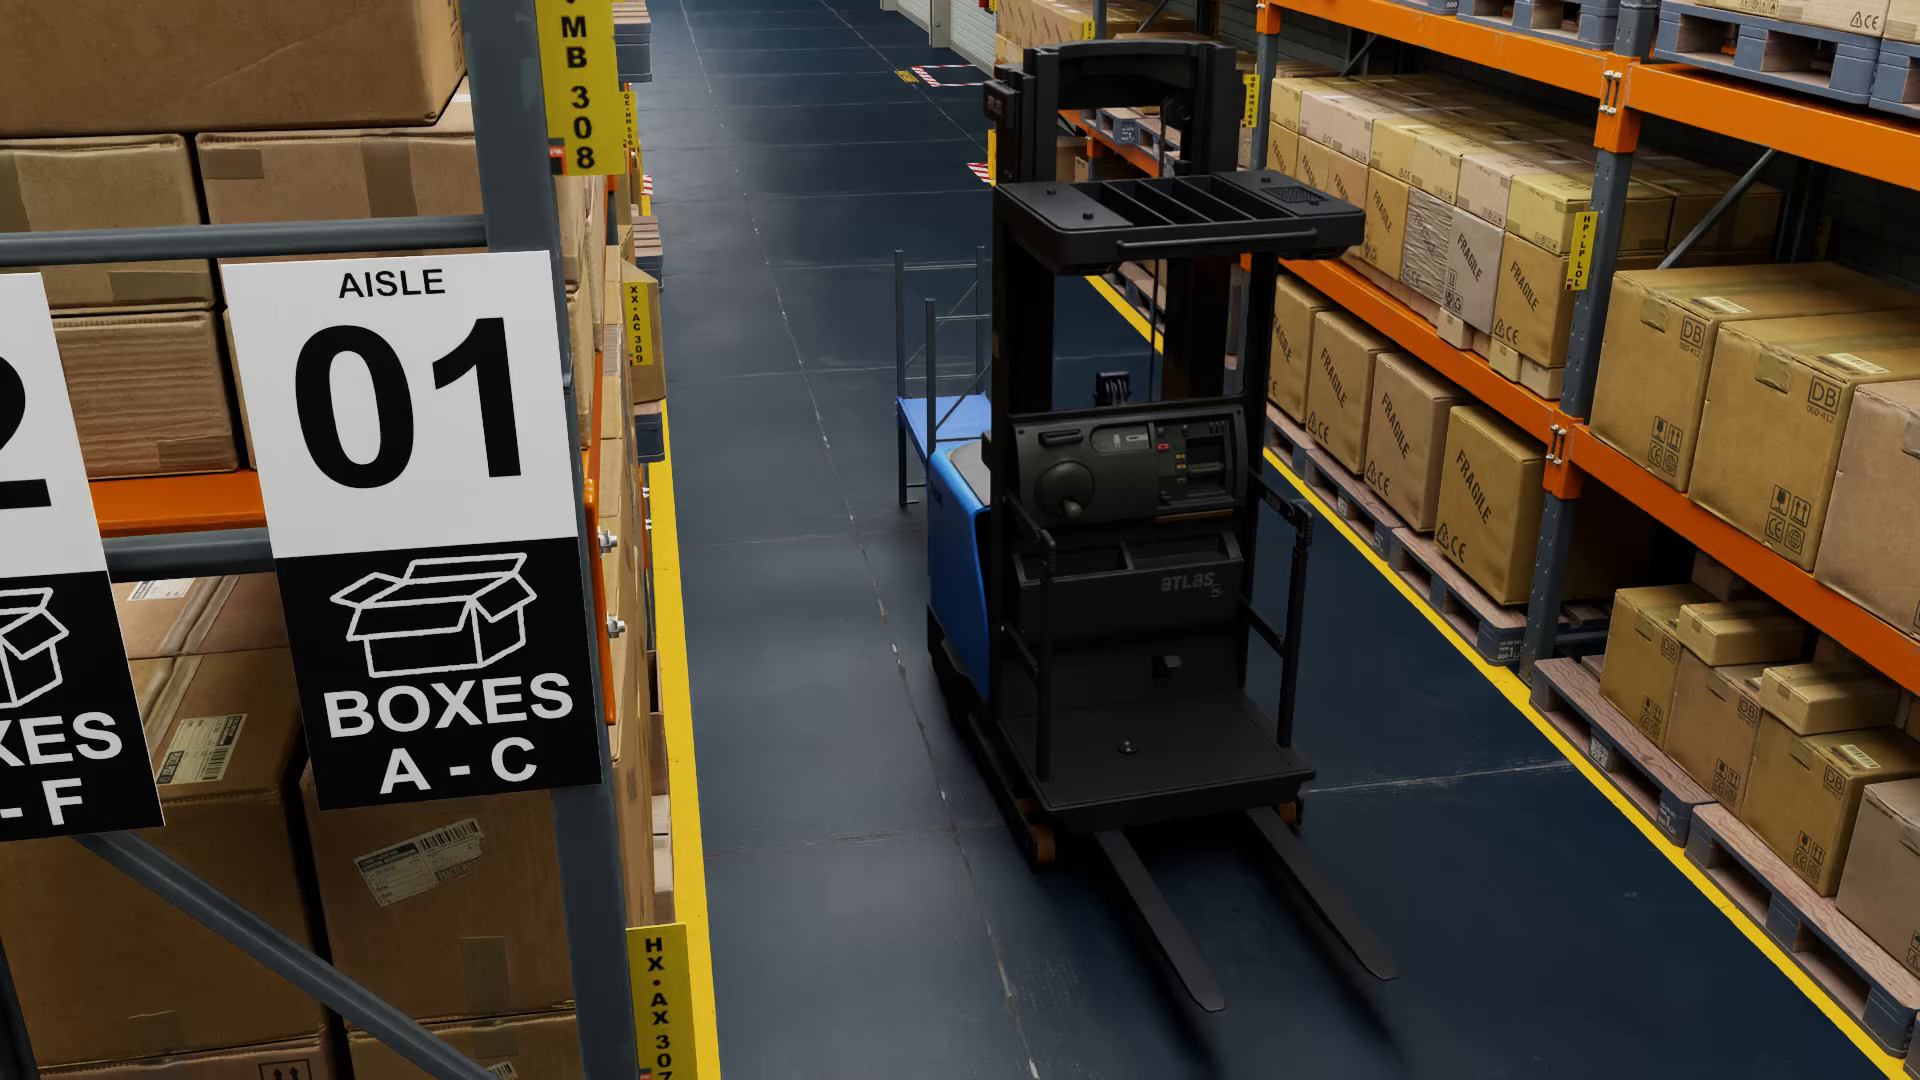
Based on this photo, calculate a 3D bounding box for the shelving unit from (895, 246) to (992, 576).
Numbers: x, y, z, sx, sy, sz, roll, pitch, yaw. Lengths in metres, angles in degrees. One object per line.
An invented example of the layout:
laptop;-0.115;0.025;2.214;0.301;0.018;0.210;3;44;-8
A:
shelving unit;-0.016;-0.721;9.027;0.538;1.500;1.048;-4;24;-10

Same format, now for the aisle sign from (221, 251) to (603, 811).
aisle sign;-0.715;0.009;2.234;0.394;0.787;0.004;-4;24;-10

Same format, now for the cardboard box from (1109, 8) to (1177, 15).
cardboard box;1.659;-4.581;15.218;0.500;0.500;0.500;-4;24;-10

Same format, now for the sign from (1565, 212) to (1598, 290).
sign;2.580;-1.197;6.895;0.100;0.325;0.005;-4;24;-10

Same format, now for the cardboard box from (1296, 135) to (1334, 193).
cardboard box;2.298;-2.095;9.777;0.500;0.500;0.500;-4;24;-8

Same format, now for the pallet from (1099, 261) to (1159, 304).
pallet;1.778;-2.309;14.274;1.003;0.211;1.213;-4;24;-10

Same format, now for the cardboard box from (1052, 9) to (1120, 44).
cardboard box;1.143;-4.536;15.114;0.500;0.500;0.500;-4;24;-10

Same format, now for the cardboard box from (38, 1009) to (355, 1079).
cardboard box;-1.366;0.993;3.104;0.500;0.500;0.500;-4;24;-8

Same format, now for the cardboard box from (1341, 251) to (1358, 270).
cardboard box;2.434;-1.666;9.605;0.380;0.149;0.250;-4;24;-9

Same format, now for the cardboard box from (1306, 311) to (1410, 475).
cardboard box;2.535;-0.883;9.686;0.750;0.750;0.750;-4;24;-10

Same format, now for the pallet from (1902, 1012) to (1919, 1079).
pallet;3.627;1.796;4.874;1.003;0.211;1.213;-4;24;-10

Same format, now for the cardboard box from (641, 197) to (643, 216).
cardboard box;-3.198;-3.057;15.411;0.500;0.250;0.500;-4;24;-10

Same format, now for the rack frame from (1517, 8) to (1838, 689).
rack frame;3.112;-0.747;7.212;1.000;3.000;0.127;-4;24;-10

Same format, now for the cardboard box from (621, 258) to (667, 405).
cardboard box;-1.624;-0.820;6.729;0.700;0.500;0.500;-13;27;-27

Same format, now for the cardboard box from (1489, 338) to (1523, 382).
cardboard box;2.701;-0.850;7.738;0.380;0.149;0.250;-4;24;-9

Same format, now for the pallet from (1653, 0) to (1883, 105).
pallet;3.253;-1.758;5.890;1.003;0.211;1.213;-4;24;-10

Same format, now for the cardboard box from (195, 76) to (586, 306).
cardboard box;-0.855;-0.561;2.603;0.500;0.250;0.500;-4;24;-10

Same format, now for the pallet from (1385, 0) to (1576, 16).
pallet;2.753;-2.919;8.674;1.003;0.211;1.213;-3;24;-7

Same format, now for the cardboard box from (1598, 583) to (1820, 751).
cardboard box;3.149;0.508;6.937;0.700;0.500;0.500;-4;24;-9

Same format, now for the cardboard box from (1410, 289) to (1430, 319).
cardboard box;2.579;-1.256;8.666;0.380;0.149;0.250;-5;24;-11

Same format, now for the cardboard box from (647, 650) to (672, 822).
cardboard box;-1.372;0.769;6.316;0.500;0.500;0.500;-4;24;-10

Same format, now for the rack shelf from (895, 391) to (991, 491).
rack shelf;-0.016;-0.556;9.099;0.538;0.185;1.000;-4;24;-10

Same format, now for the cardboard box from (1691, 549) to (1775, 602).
cardboard box;3.318;0.139;6.971;0.380;0.149;0.250;-4;24;-10

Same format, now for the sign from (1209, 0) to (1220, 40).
sign;2.177;-4.466;14.282;0.100;0.325;0.005;-4;24;-10

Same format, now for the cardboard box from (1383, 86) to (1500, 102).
cardboard box;2.803;-2.492;9.749;0.500;0.250;0.500;-5;24;-11

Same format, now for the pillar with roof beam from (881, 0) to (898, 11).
pillar with roof beam;-5.687;-14.766;31.816;9.100;9.000;0.400;-4;24;-10

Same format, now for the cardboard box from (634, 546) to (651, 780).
cardboard box;-1.120;0.358;4.558;0.500;0.500;0.500;-4;24;-9

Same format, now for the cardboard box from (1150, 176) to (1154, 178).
cardboard box;1.870;-2.832;13.623;0.500;0.250;0.500;-5;24;-11

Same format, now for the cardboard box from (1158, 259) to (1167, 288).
cardboard box;1.984;-2.258;13.246;0.700;0.500;0.500;-4;24;-9

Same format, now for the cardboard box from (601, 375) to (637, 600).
cardboard box;-1.126;-0.105;4.369;0.500;0.500;0.500;-5;24;-10

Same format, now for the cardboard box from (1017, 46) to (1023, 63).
cardboard box;0.869;-4.788;16.627;0.500;0.250;0.500;-5;24;-11

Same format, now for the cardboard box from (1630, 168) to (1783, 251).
cardboard box;3.283;-1.482;7.436;0.500;0.250;0.500;-4;24;-8

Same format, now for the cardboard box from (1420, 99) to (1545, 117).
cardboard box;2.895;-2.290;9.286;0.500;0.250;0.500;-5;24;-11

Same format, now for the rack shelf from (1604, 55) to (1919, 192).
rack shelf;3.482;-1.005;4.954;1.077;0.370;4.000;-4;24;-10

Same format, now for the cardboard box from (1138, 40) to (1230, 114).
cardboard box;1.789;-3.718;13.340;0.700;0.500;0.500;-2;24;-4

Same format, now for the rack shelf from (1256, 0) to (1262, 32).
rack shelf;2.002;-4.152;12.159;1.077;0.370;4.000;-4;24;-10

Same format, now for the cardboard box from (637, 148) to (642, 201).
cardboard box;-3.198;-3.400;15.261;0.500;0.500;0.500;-4;24;-10

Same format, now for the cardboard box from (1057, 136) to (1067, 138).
cardboard box;0.932;-4.157;17.831;0.500;0.311;0.500;-7;25;-16

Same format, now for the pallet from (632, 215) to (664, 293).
pallet;-2.301;-1.603;9.411;1.213;0.211;1.003;-4;24;-10

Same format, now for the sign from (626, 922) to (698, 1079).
sign;-0.483;0.758;2.685;0.100;0.325;0.005;-4;24;-10

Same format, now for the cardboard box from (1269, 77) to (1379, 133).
cardboard box;2.208;-2.646;10.102;0.500;0.250;0.500;-4;24;-8

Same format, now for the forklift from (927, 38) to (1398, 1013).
forklift;0.720;-0.263;6.191;1.130;2.935;3.031;-6;24;-14

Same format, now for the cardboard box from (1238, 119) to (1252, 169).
cardboard box;2.275;-2.752;11.128;0.700;0.500;0.500;-7;25;-16

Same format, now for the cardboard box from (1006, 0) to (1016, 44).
cardboard box;0.767;-5.346;16.967;0.500;0.500;0.500;-4;24;-10

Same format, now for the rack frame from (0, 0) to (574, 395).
rack frame;-1.016;-1.554;1.566;1.000;3.000;0.127;-4;24;-10

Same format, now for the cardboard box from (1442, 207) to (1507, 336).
cardboard box;2.675;-1.301;7.959;0.500;0.500;0.500;-4;24;-9

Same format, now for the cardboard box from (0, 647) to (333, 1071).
cardboard box;-1.369;0.536;2.901;0.500;0.500;0.500;-5;24;-10

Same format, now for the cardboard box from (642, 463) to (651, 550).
cardboard box;-1.893;-0.248;8.643;0.500;0.500;0.500;-5;24;-12

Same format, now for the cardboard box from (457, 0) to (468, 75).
cardboard box;-1.136;-1.088;2.871;0.700;0.500;0.500;-4;24;-10

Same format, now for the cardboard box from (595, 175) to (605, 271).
cardboard box;-1.035;-0.726;3.604;0.500;0.250;0.500;-4;24;-10
